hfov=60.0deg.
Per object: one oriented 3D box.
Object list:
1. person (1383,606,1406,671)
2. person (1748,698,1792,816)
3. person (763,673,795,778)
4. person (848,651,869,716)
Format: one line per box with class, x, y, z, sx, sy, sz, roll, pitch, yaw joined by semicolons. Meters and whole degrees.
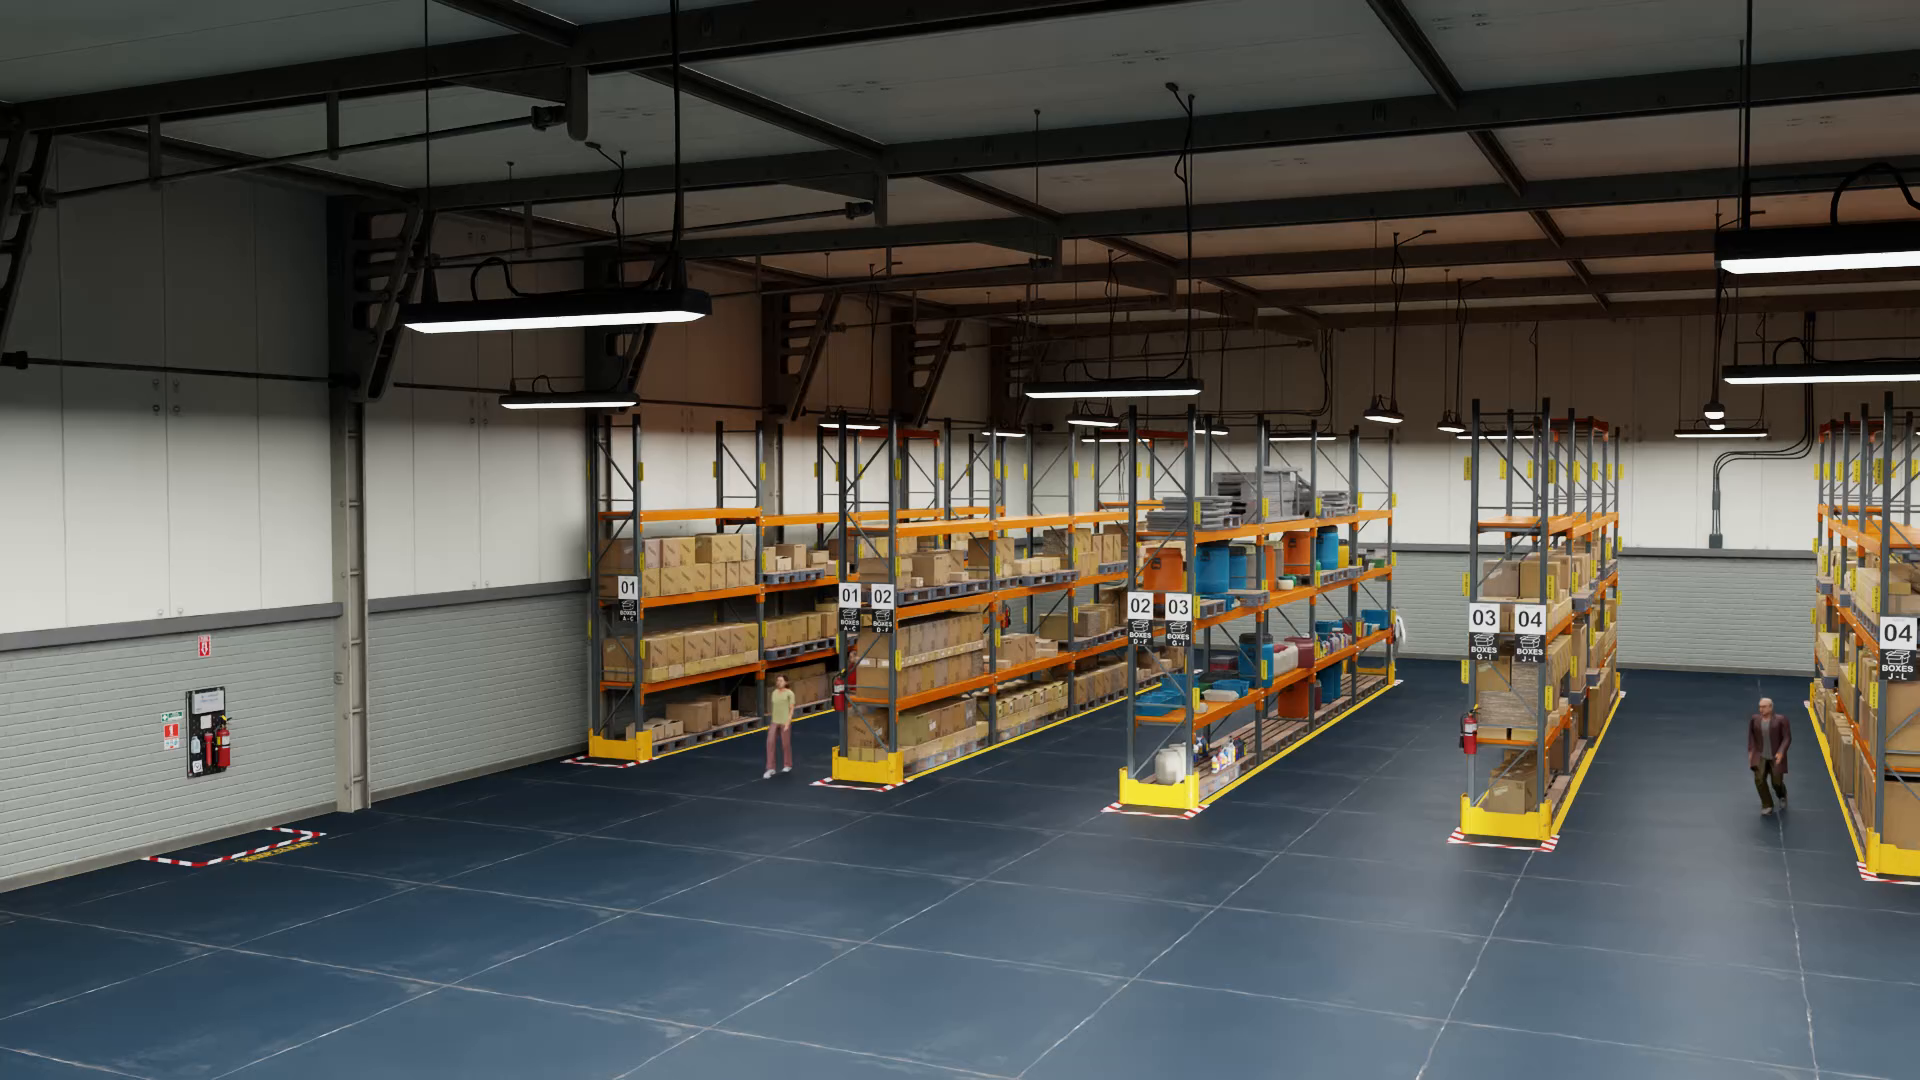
person;10.819;2.466;41.447;0.535;1.659;0.713;0;2;1
person;11.899;3.155;24.444;0.620;1.695;0.849;2;3;39
person;-2.964;3.053;27.408;0.457;1.650;0.770;1;3;20
person;-1.838;2.895;30.757;0.594;1.702;0.595;2;3;40
